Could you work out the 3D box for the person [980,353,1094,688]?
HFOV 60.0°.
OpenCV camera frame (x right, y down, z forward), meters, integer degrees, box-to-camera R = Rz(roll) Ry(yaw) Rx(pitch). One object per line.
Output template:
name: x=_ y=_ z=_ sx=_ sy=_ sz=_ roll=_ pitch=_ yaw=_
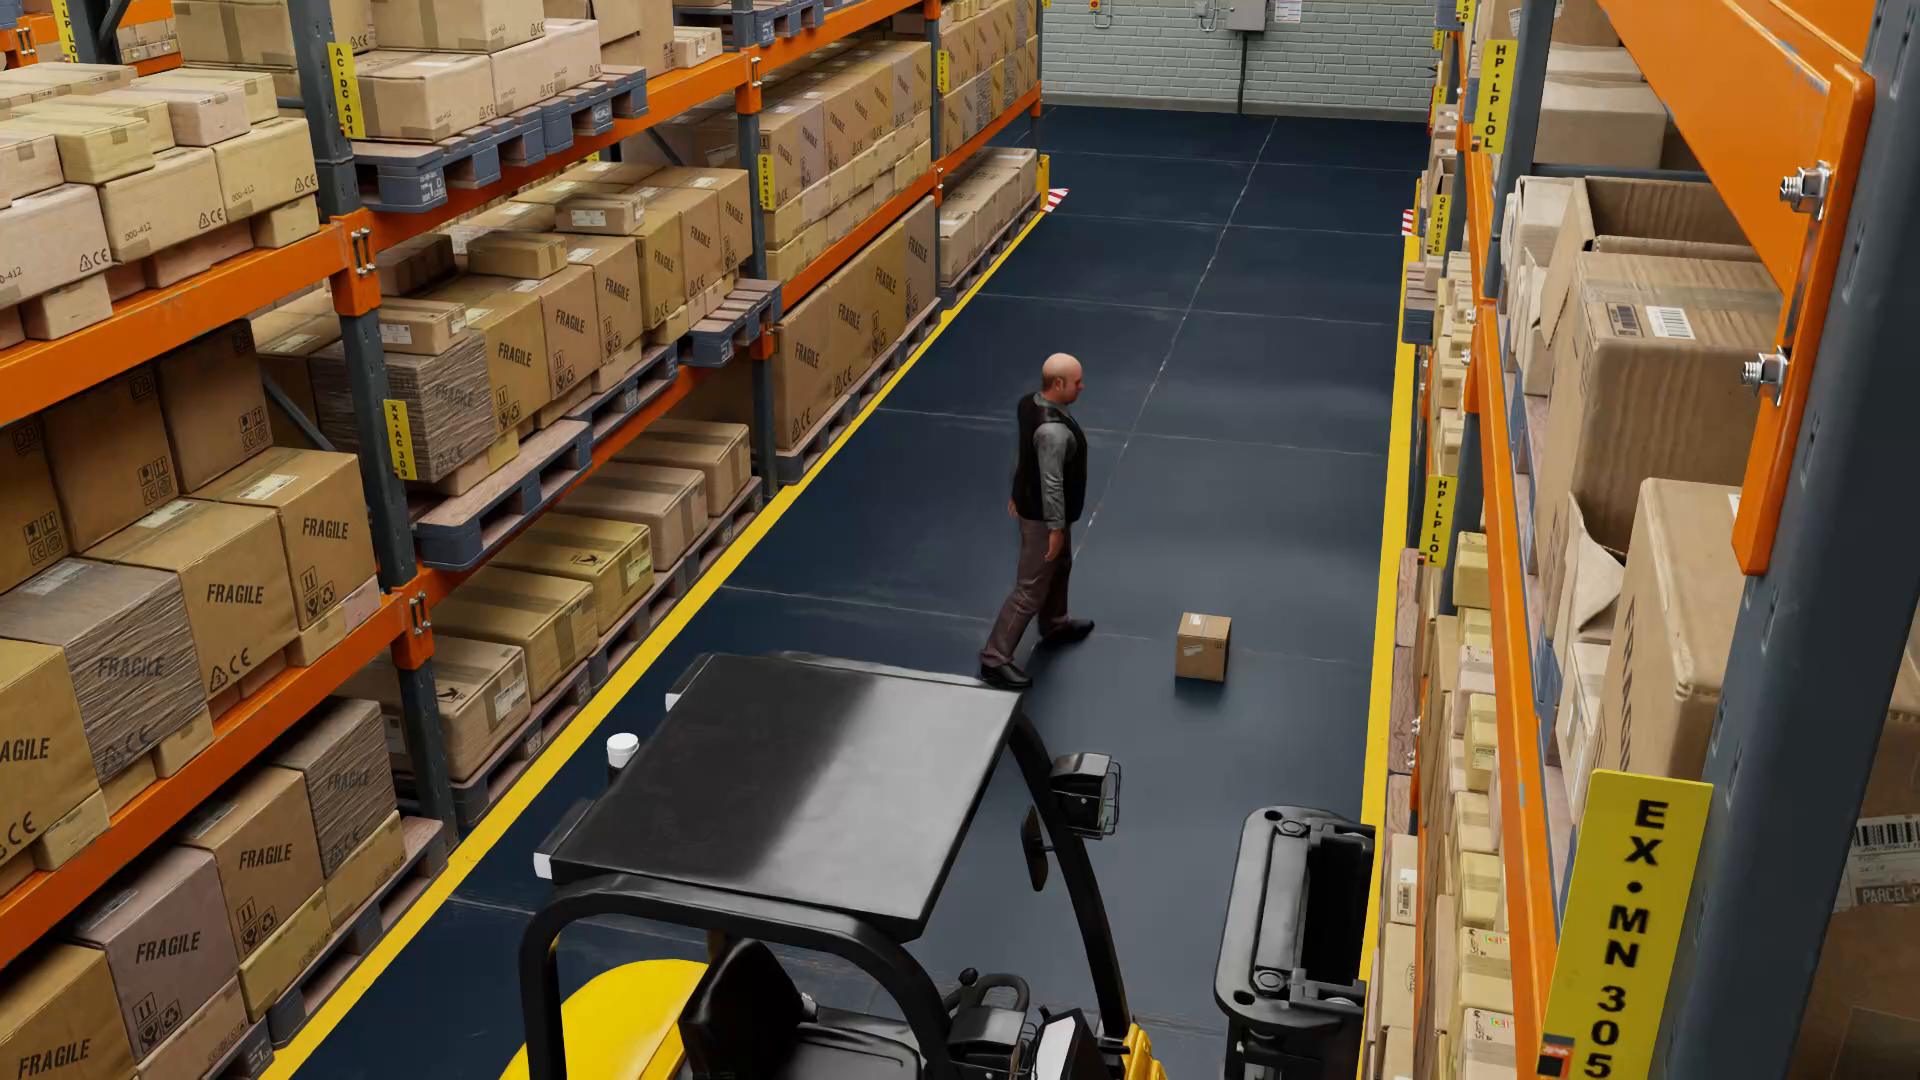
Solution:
person: x=0.425 y=-0.127 z=8.415 sx=0.681 sy=1.708 sz=0.669 roll=-3 pitch=25 yaw=-6
